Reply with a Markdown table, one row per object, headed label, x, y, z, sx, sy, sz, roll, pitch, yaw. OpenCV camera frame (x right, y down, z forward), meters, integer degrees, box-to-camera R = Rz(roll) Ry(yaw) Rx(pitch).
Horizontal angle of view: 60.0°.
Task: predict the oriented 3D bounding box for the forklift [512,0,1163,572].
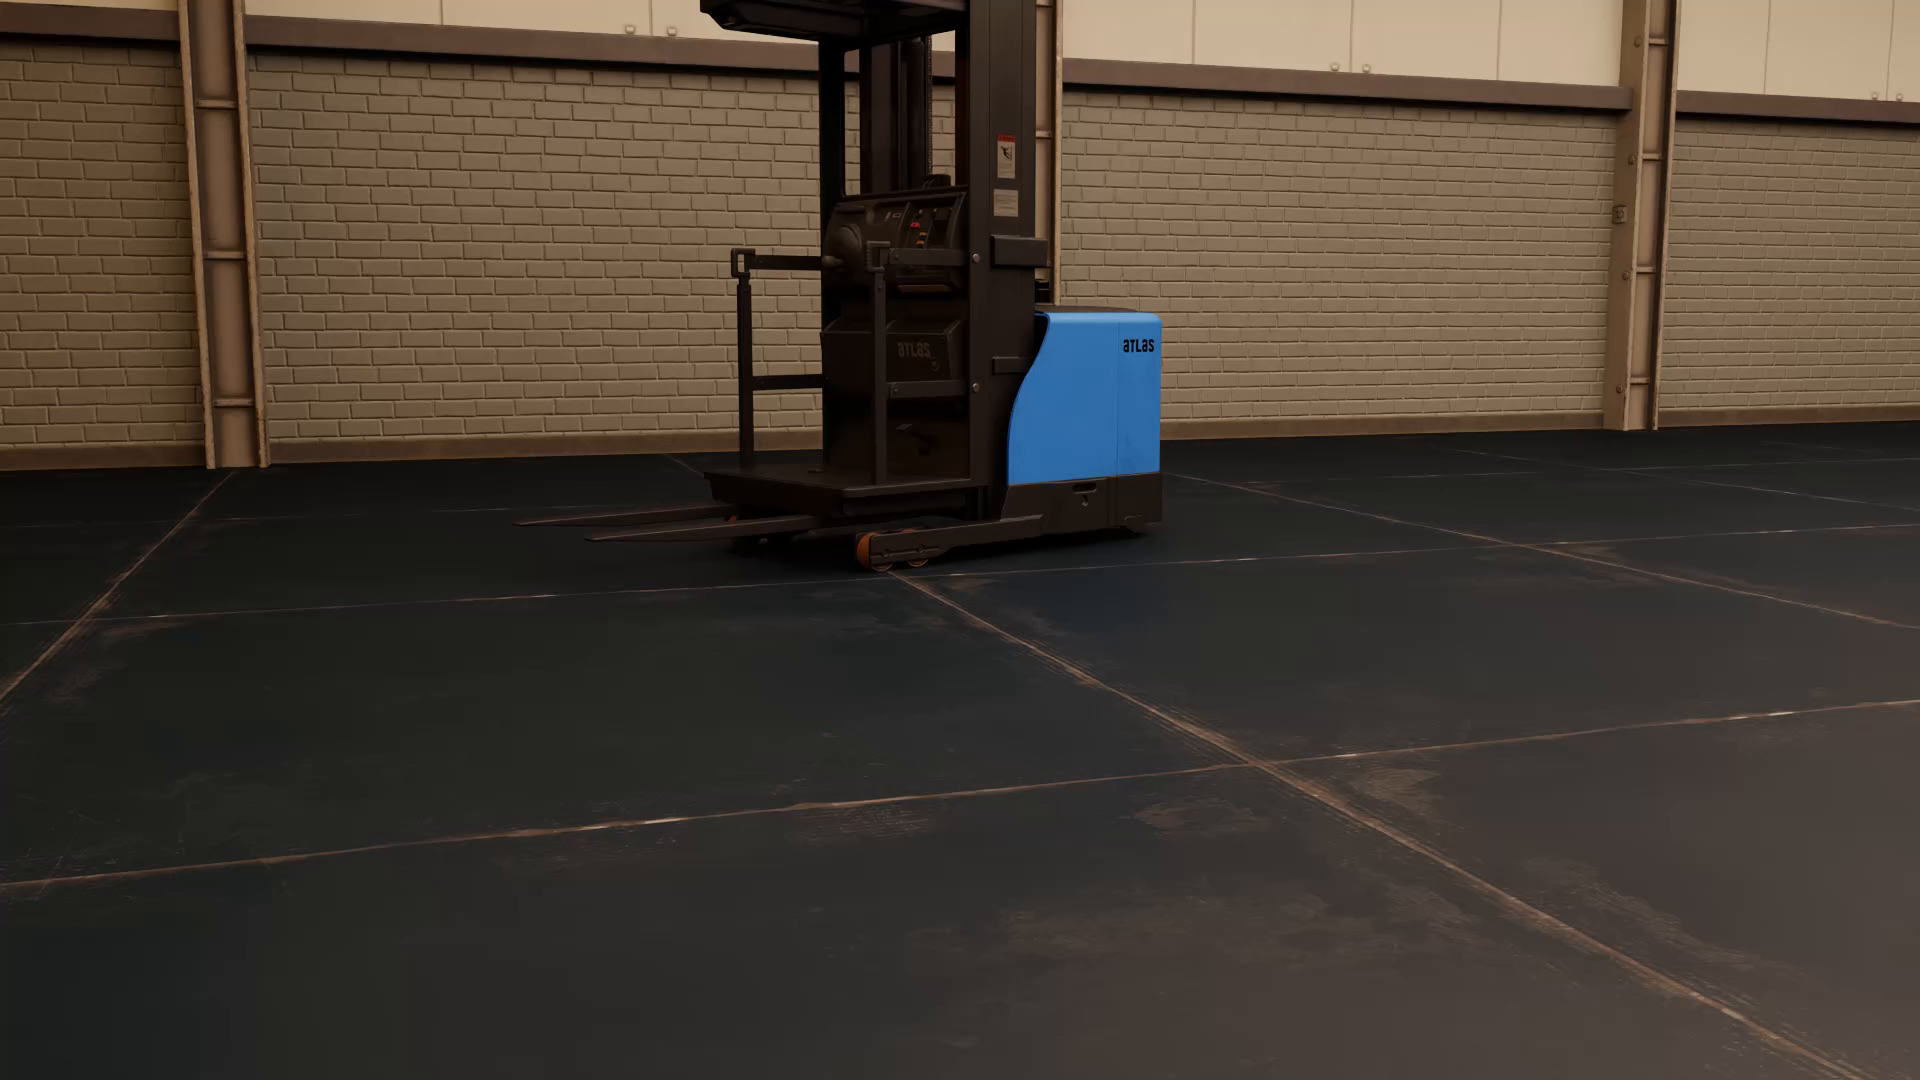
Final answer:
| label | x | y | z | sx | sy | sz | roll | pitch | yaw |
| --- | --- | --- | --- | --- | --- | --- | --- | --- | --- |
| forklift | -0.461 | -1.399 | 7.333 | 3.031 | 2.935 | 1.130 | -7 | 10 | -40 |
